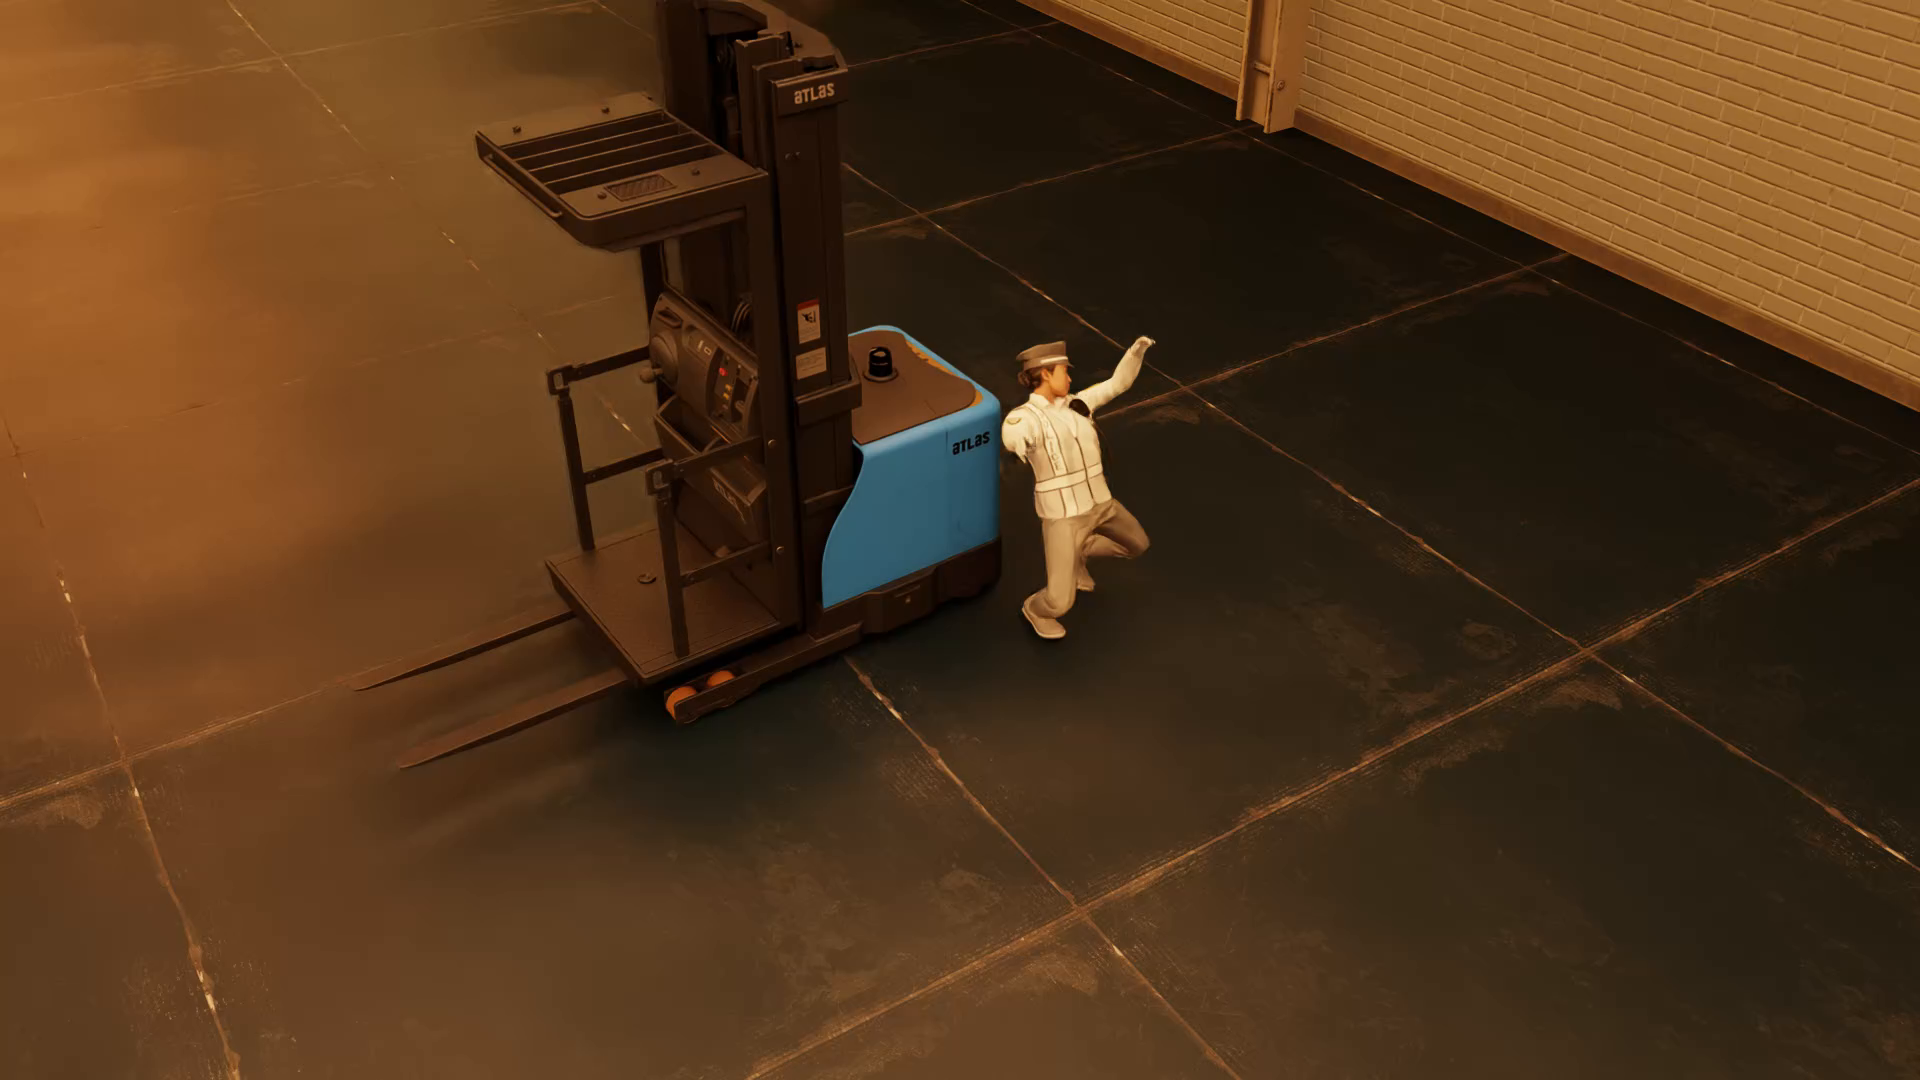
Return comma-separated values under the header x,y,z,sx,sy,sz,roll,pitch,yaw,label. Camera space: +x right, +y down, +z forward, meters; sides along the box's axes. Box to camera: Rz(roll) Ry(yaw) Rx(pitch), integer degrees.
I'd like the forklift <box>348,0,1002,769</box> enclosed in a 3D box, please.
x,y,z,sx,sy,sz,roll,pitch,yaw,label
-1.292,-0.718,7.169,3.031,2.935,1.130,-22,41,-28,forklift

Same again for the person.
x,y,z,sx,sy,sz,roll,pitch,yaw,label
0.371,-0.226,7.640,0.680,1.542,0.942,28,44,34,person
